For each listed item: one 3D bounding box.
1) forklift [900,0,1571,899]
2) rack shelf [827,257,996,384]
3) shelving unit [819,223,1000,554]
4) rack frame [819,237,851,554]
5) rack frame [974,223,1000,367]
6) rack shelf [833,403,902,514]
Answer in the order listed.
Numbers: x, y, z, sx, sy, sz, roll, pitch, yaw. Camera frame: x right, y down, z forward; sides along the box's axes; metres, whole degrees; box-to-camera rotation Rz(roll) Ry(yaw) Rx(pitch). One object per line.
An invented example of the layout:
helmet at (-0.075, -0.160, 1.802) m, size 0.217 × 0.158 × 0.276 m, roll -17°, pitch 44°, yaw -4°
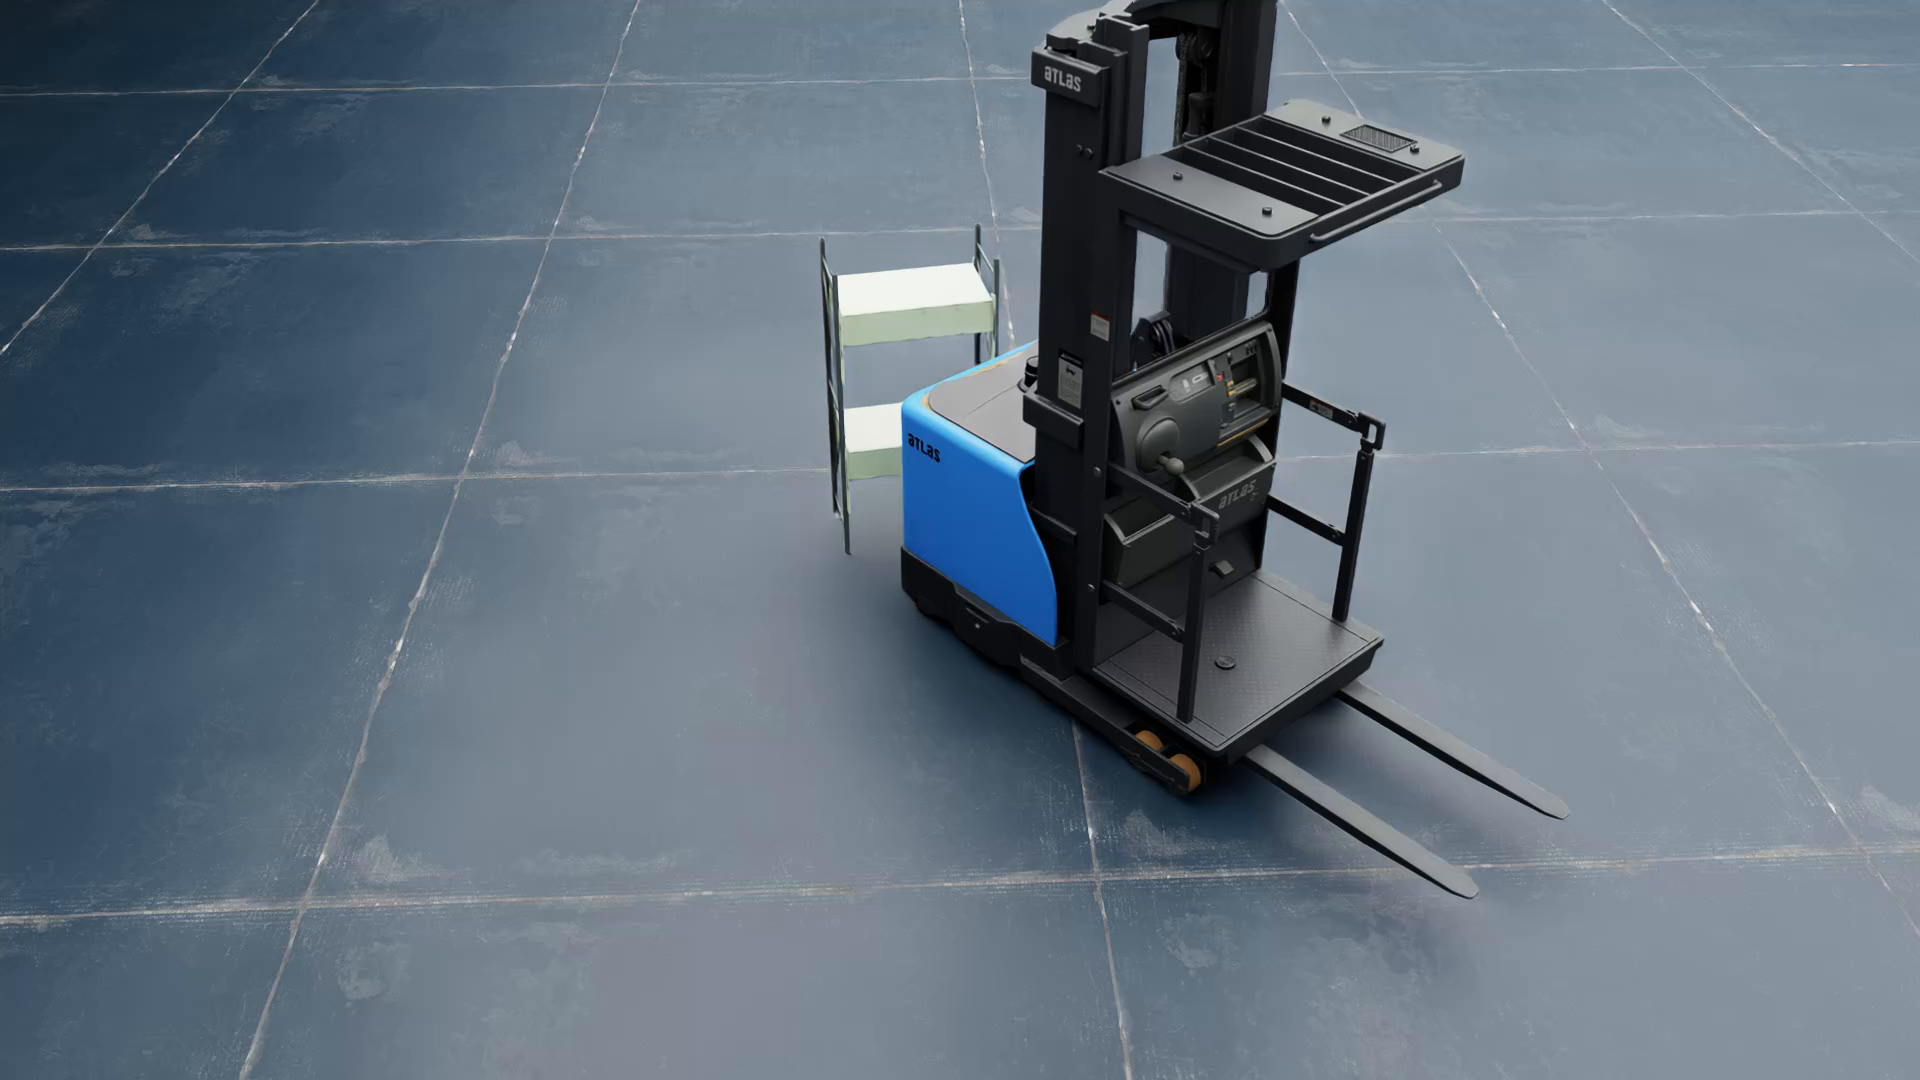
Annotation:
forklift at (1.081, -0.498, 6.394) m, size 1.130 × 2.935 × 3.031 m, roll -27°, pitch 43°, yaw -33°
rack shelf at (-0.234, -1.025, 7.727) m, size 0.720 × 0.370 × 0.431 m, roll -7°, pitch 35°, yaw -10°
shelving unit at (-0.234, -0.704, 7.949) m, size 0.755 × 1.500 × 0.431 m, roll -7°, pitch 35°, yaw -10°
rack frame at (-0.591, -0.658, 7.883) m, size 0.023 × 1.500 × 0.400 m, roll -7°, pitch 35°, yaw -10°
rack frame at (0.123, -0.749, 8.015) m, size 0.023 × 1.500 × 0.400 m, roll -7°, pitch 35°, yaw -10°
rack shelf at (-0.234, -0.436, 8.134) m, size 0.720 × 0.370 × 0.431 m, roll -7°, pitch 35°, yaw -10°
